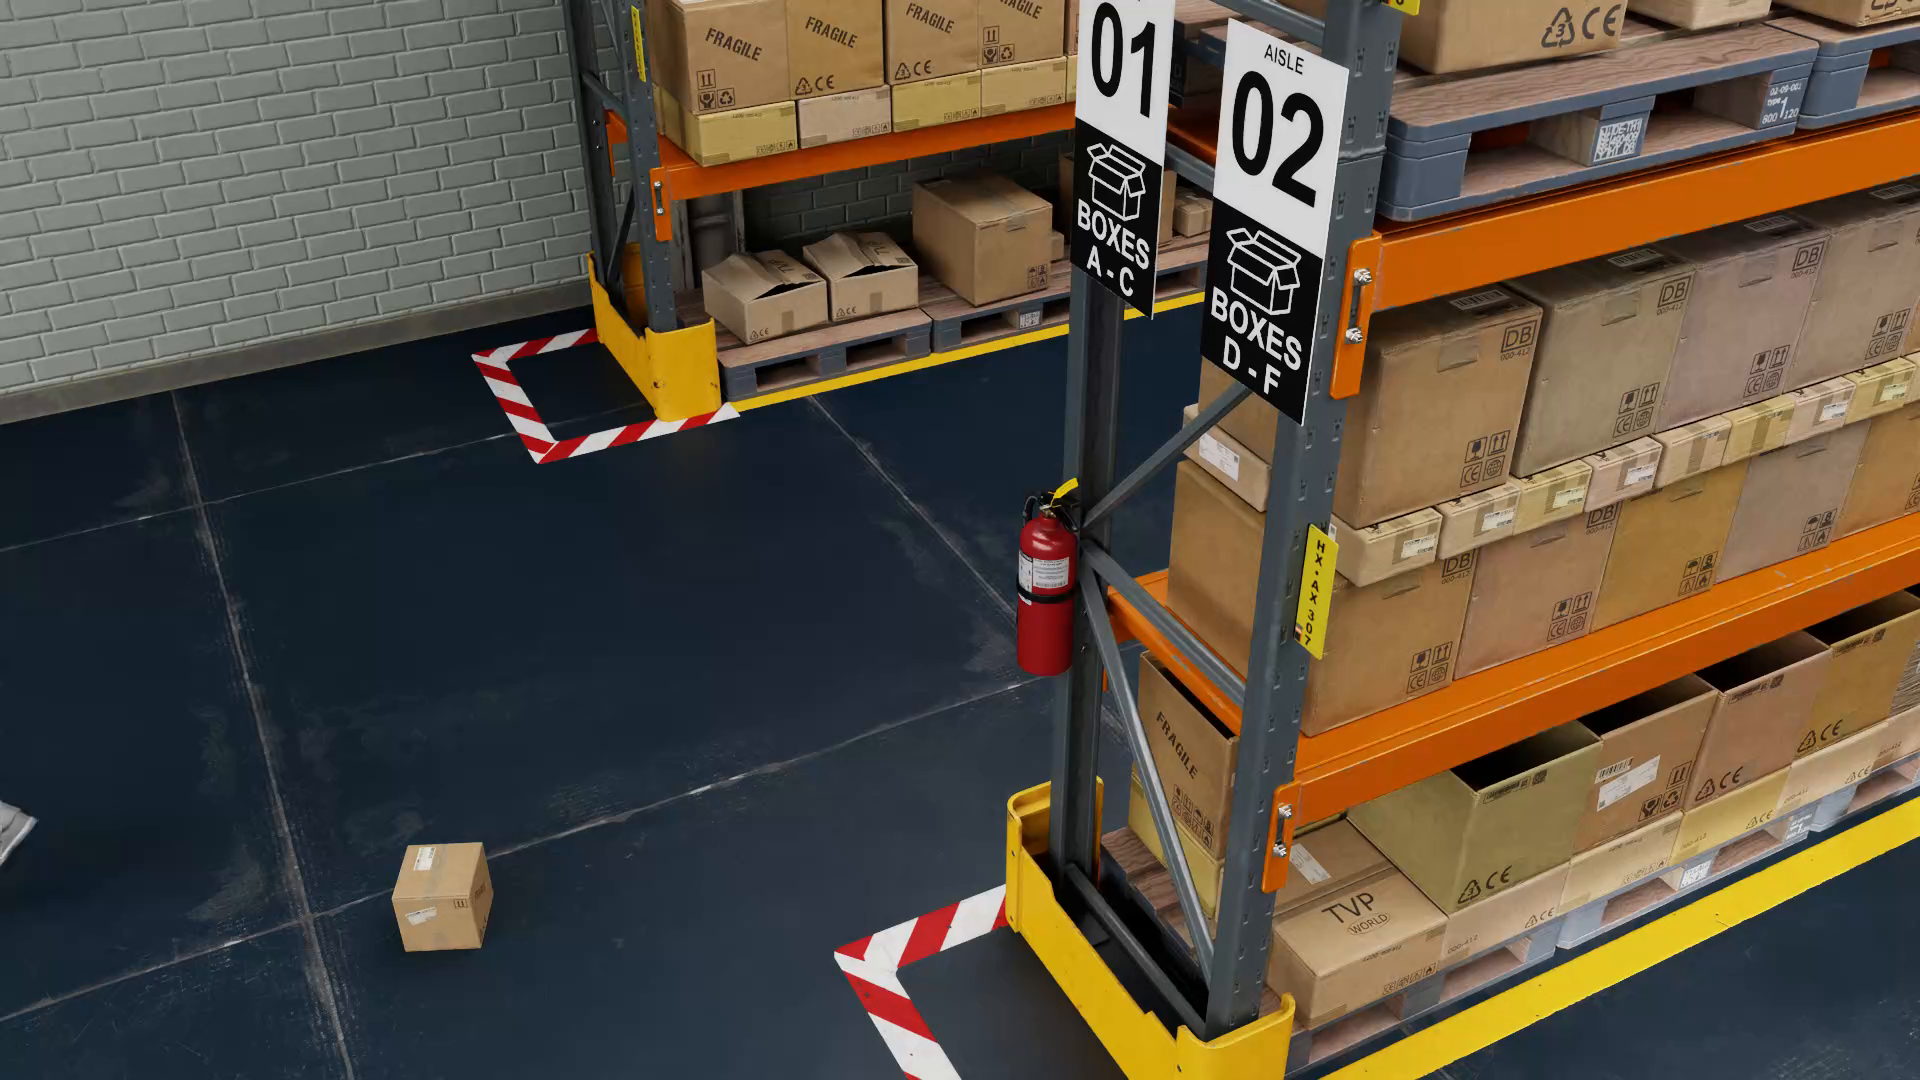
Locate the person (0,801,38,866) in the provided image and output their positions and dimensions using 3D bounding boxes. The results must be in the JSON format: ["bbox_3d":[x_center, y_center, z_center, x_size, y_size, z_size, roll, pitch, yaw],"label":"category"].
[{"bbox_3d":[-3.567,0.541,5.267,0.823,1.658,0.459,-2,33,-3],"label":"person"}]
